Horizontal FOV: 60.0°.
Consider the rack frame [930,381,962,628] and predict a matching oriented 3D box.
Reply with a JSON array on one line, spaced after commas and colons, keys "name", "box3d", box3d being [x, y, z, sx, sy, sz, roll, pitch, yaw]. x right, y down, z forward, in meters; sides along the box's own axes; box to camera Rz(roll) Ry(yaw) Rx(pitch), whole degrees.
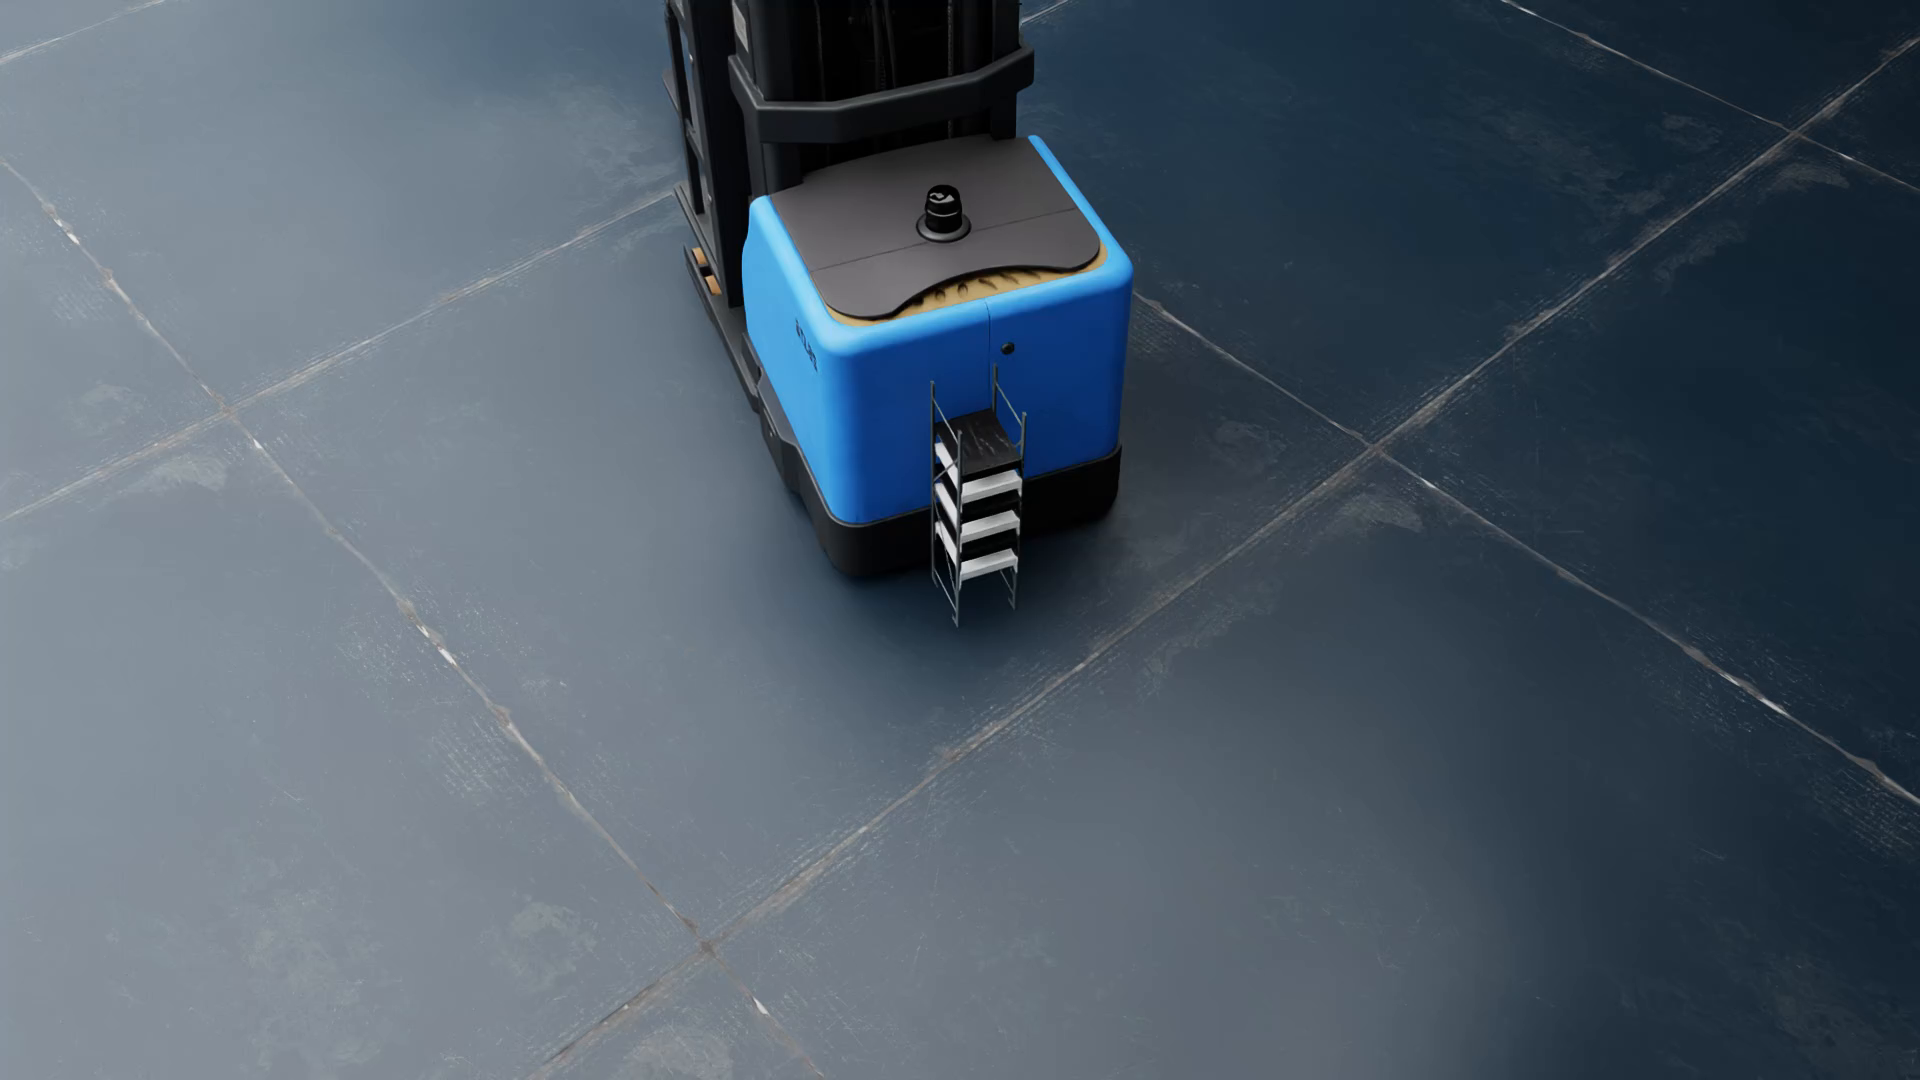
[{"name": "rack frame", "box3d": [-0.045, -0.093, 5.219, 0.006, 0.900, 0.240, -16, 51, -15]}]

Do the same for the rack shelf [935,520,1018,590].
[{"name": "rack shelf", "box3d": [0.047, 0.022, 5.404, 0.200, 0.077, 0.258, -16, 51, -15]}]

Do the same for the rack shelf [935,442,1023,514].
[{"name": "rack shelf", "box3d": [0.051, -0.218, 5.135, 0.200, 0.077, 0.258, -16, 51, -15]}]

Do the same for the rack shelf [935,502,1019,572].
[{"name": "rack shelf", "box3d": [0.048, -0.038, 5.337, 0.200, 0.077, 0.258, -16, 51, -15]}]

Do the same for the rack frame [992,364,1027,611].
[{"name": "rack frame", "box3d": [0.144, -0.148, 5.270, 0.006, 0.900, 0.240, -16, 51, -15]}]

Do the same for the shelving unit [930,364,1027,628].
[{"name": "shelving unit", "box3d": [0.049, -0.120, 5.244, 0.210, 0.900, 0.258, -16, 51, -15]}]

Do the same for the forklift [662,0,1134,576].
[{"name": "forklift", "box3d": [-0.455, -1.978, 5.581, 1.130, 2.935, 3.031, -16, 49, -14]}]

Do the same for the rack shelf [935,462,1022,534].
[{"name": "rack shelf", "box3d": [0.050, -0.158, 5.202, 0.200, 0.077, 0.258, -16, 51, -15]}]

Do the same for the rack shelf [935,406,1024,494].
[{"name": "rack shelf", "box3d": [0.052, -0.278, 5.068, 0.200, 0.077, 0.258, -16, 51, -15]}]

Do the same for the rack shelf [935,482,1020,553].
[{"name": "rack shelf", "box3d": [0.049, -0.098, 5.269, 0.200, 0.077, 0.258, -16, 51, -15]}]
